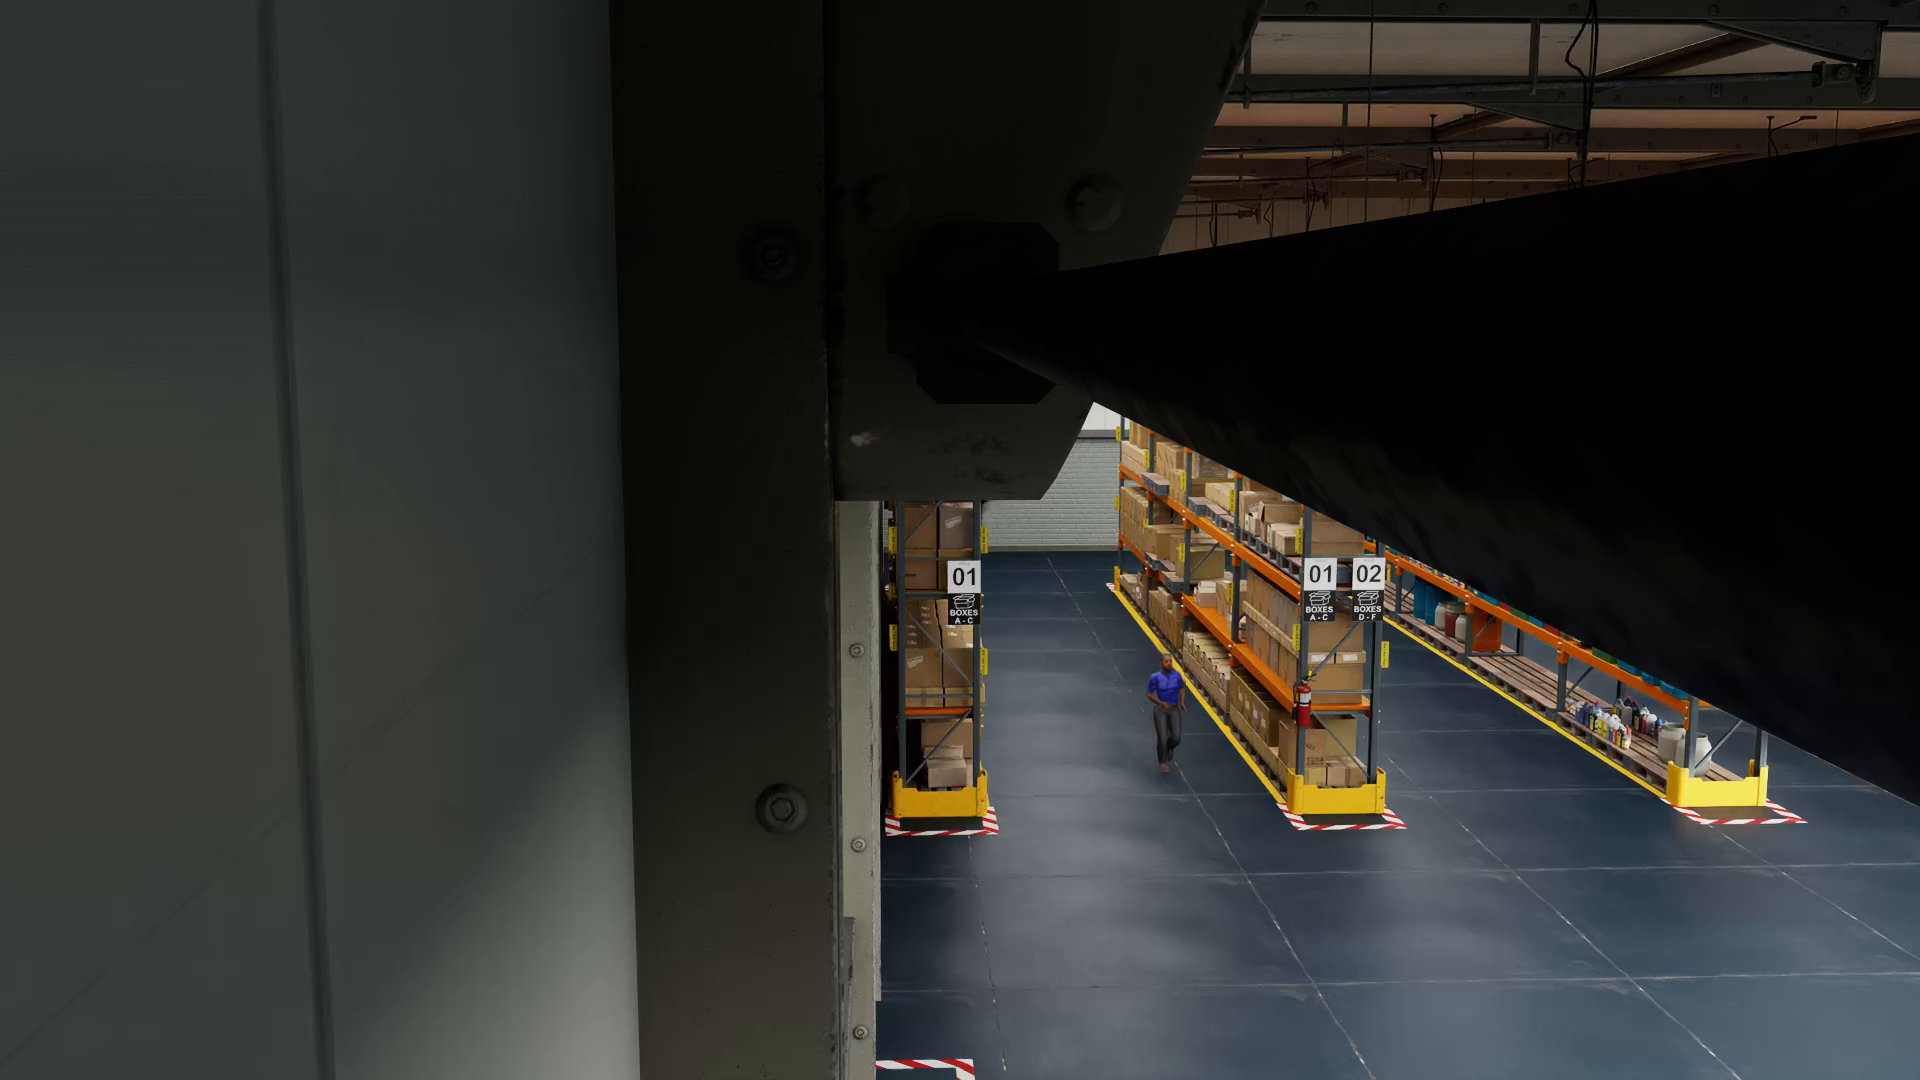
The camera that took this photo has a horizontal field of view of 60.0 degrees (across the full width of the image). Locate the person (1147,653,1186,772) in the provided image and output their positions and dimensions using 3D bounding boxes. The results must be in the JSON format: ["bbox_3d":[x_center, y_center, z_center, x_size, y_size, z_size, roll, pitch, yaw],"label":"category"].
[{"bbox_3d":[2.801,2.328,22.401,0.570,1.617,0.554,-1,8,-9],"label":"person"}]
